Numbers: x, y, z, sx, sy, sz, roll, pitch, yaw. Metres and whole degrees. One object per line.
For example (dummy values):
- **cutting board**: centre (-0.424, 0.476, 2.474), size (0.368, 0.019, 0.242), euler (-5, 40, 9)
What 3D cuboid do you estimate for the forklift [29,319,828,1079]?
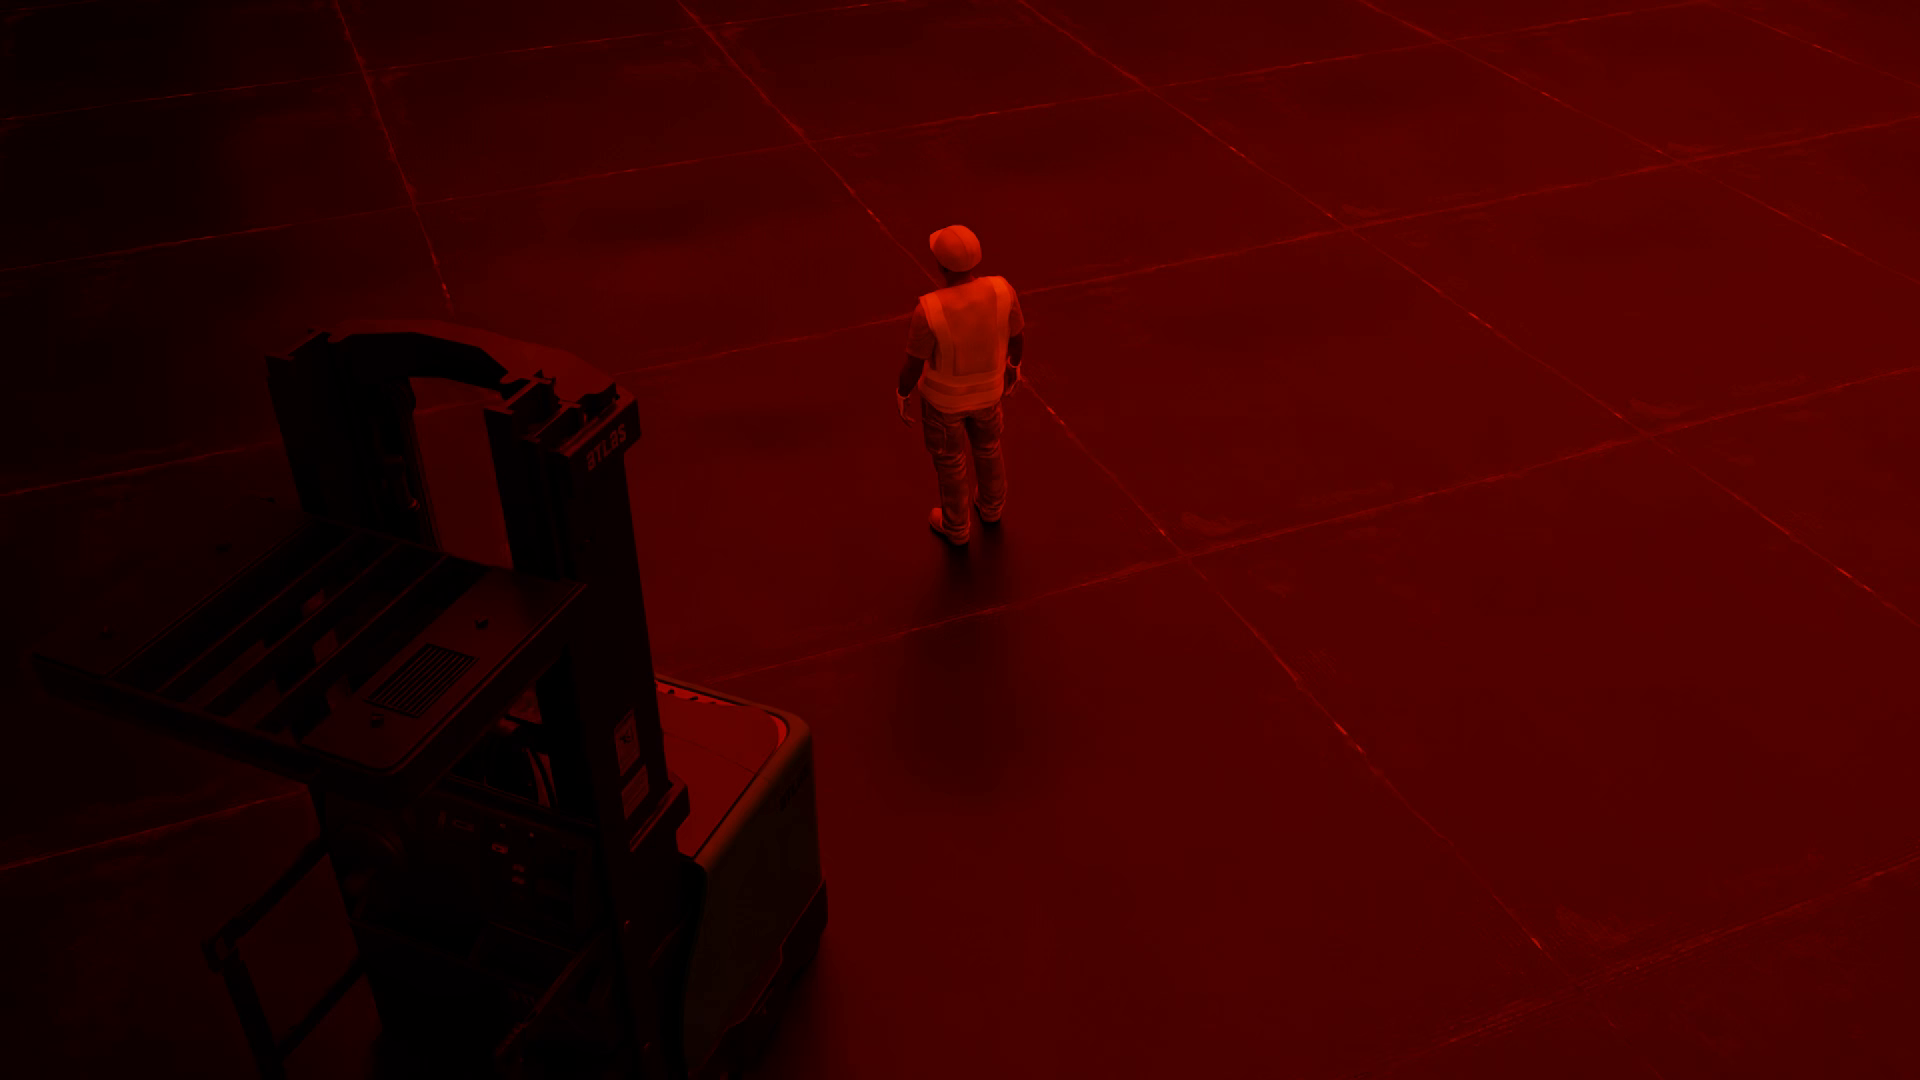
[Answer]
- **forklift**: centre (-1.554, 0.987, 4.711), size (1.130, 2.935, 3.031), euler (14, 38, 19)

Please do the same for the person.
- **person**: centre (-0.021, -0.773, 8.164), size (0.657, 1.785, 0.575), euler (-14, 38, -19)
